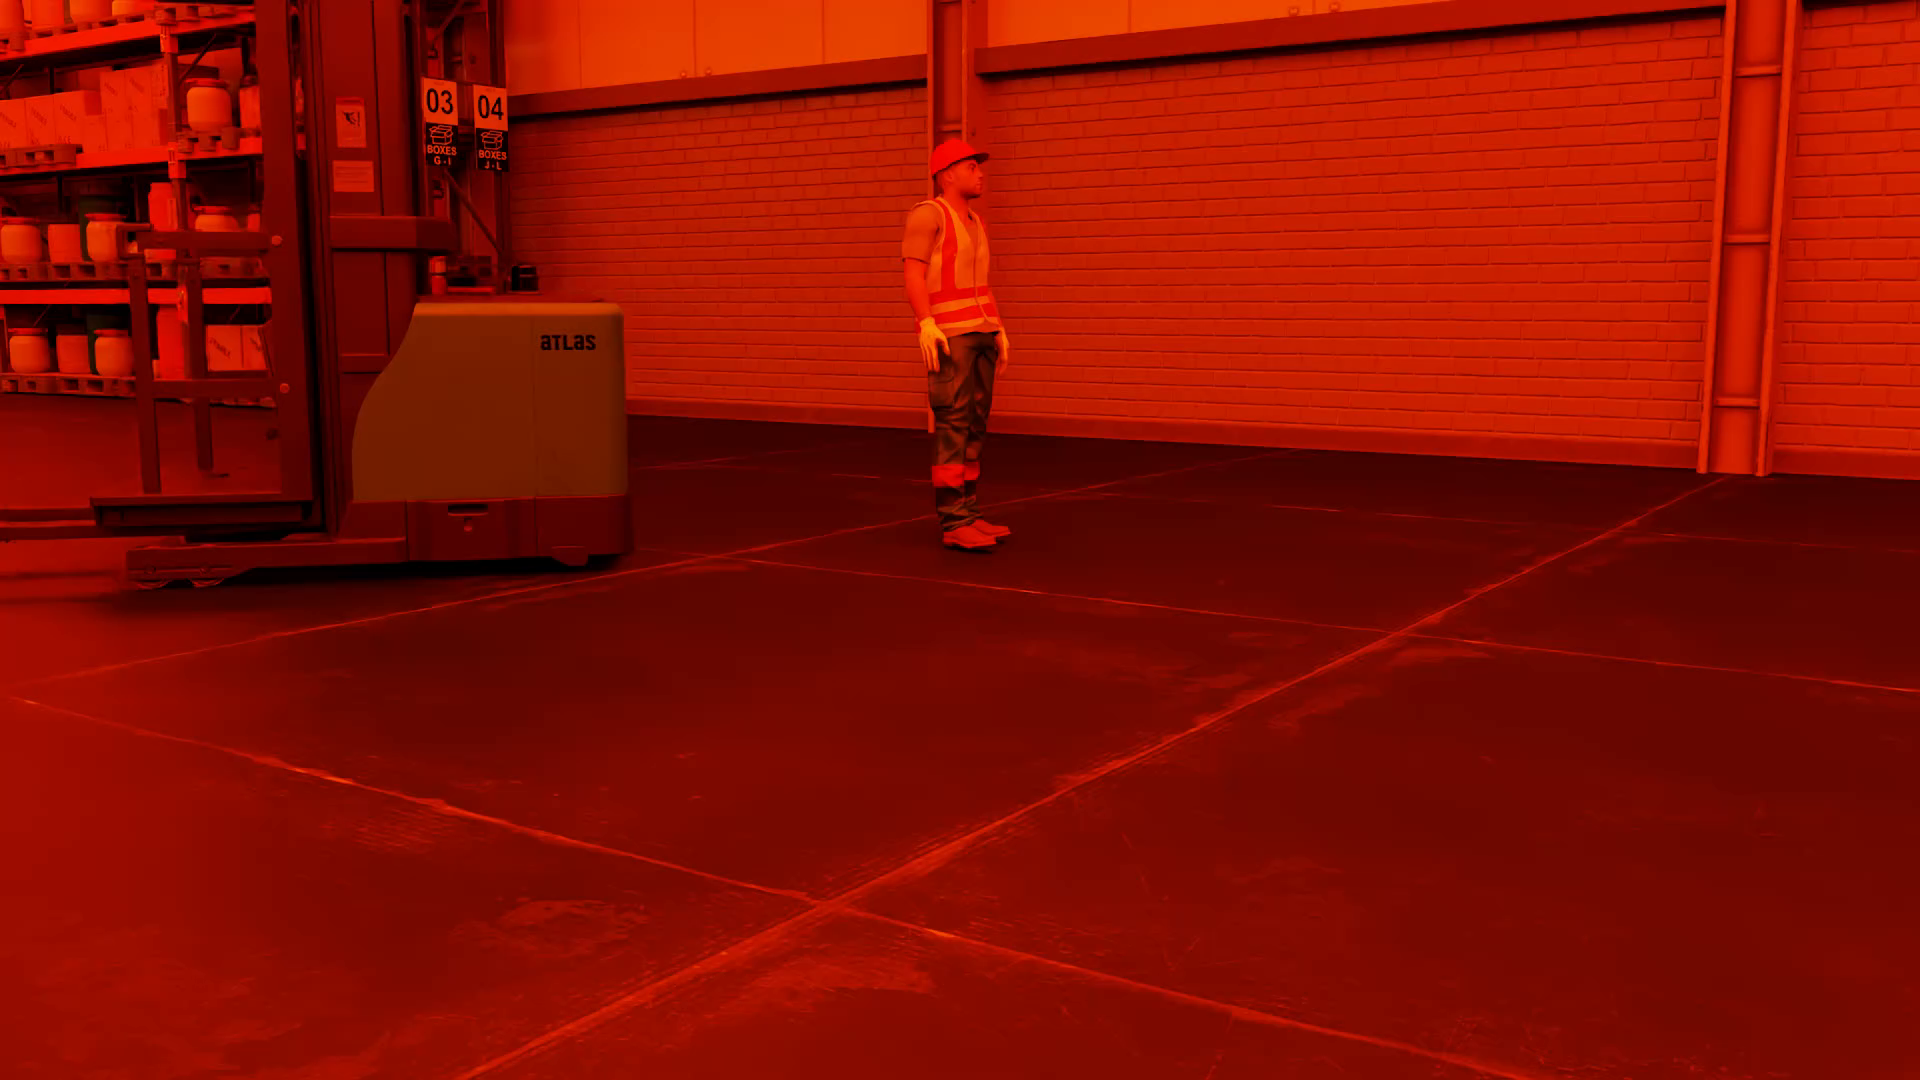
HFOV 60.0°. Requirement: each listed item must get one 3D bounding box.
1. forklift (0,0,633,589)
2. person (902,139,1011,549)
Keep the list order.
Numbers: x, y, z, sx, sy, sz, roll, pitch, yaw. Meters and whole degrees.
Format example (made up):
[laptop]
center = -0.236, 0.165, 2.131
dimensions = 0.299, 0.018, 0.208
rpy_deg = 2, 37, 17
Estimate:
[forklift]
center = -2.908, -1.347, 6.663
dimensions = 3.031, 2.935, 1.130
rpy_deg = -2, 8, -13
[person]
center = 0.060, -0.885, 7.422
dimensions = 0.562, 1.790, 0.637
rpy_deg = 5, 10, 34
